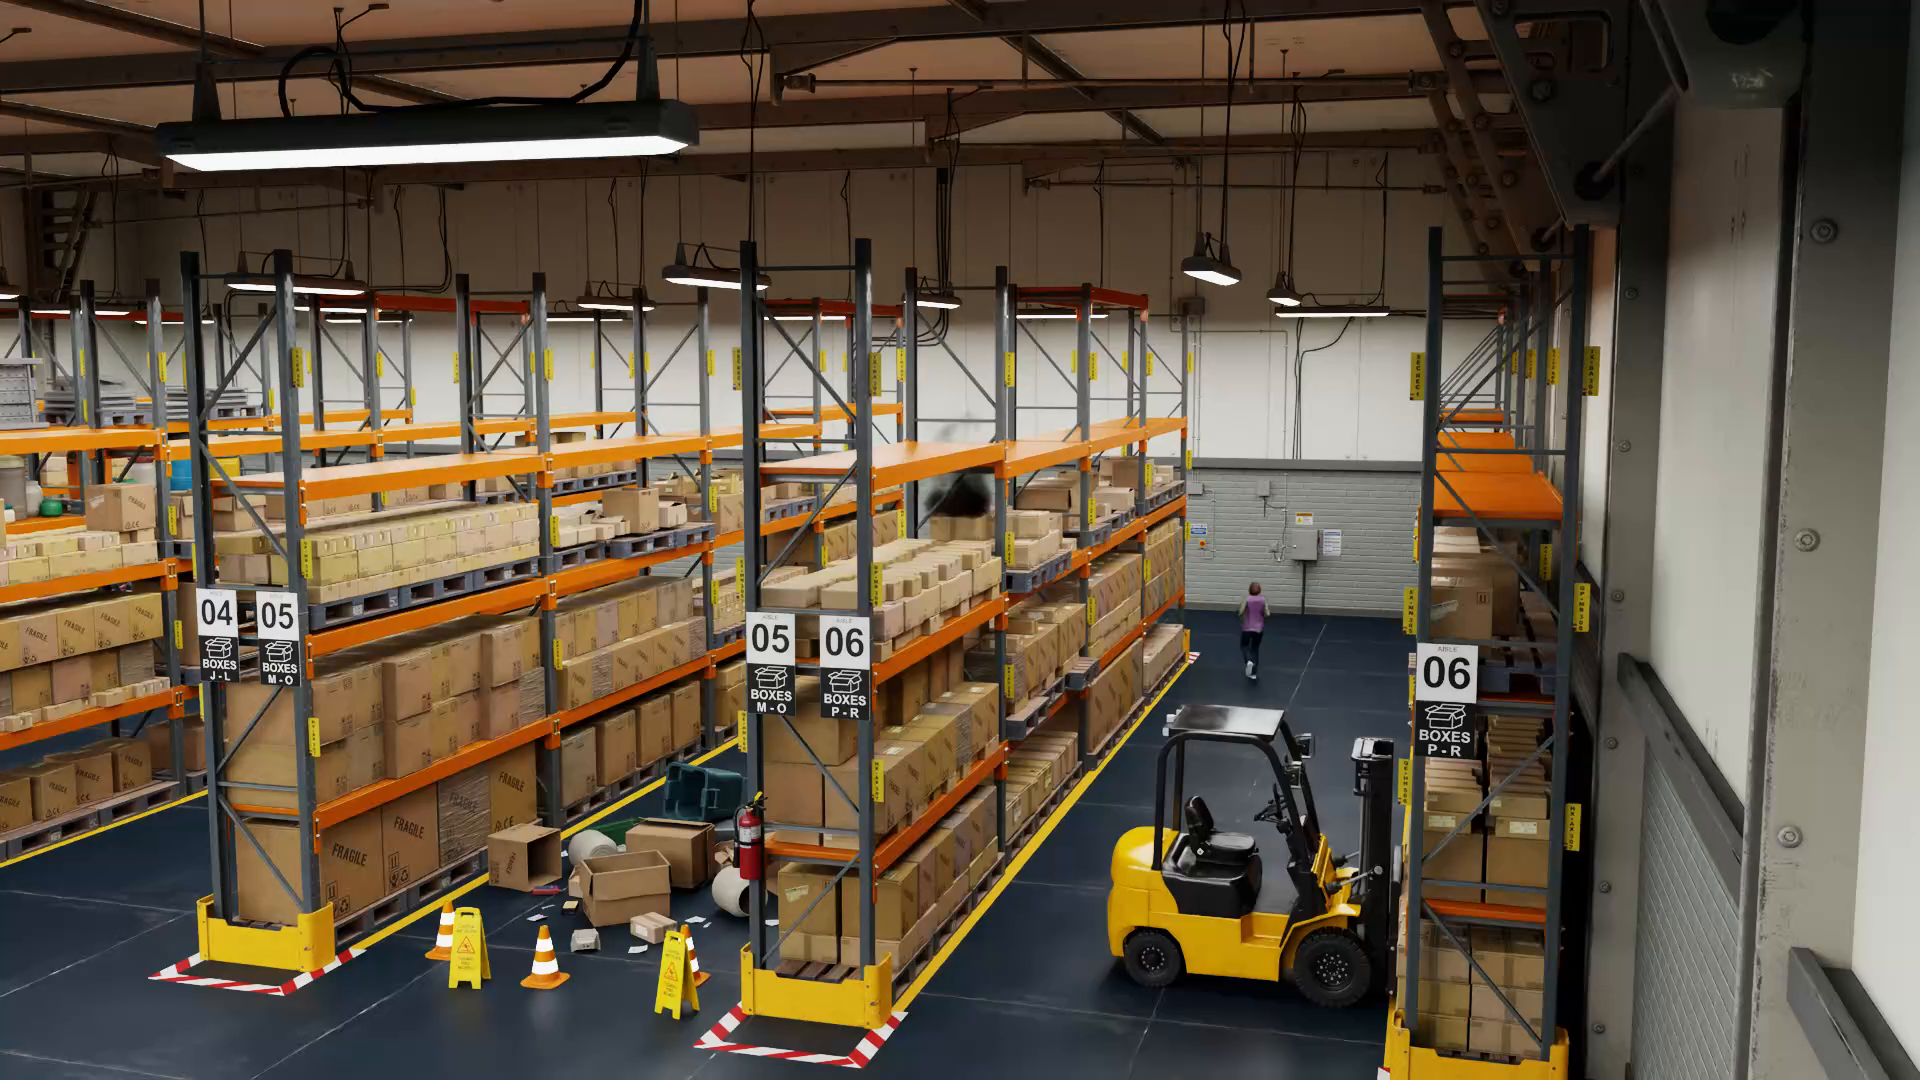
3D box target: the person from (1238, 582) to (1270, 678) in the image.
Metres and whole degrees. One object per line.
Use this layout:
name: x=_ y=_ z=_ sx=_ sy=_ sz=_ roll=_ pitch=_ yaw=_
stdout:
person: x=4.664 y=1.427 z=26.519 sx=0.529 sy=1.554 sz=0.549 roll=0 pitch=6 yaw=-1
